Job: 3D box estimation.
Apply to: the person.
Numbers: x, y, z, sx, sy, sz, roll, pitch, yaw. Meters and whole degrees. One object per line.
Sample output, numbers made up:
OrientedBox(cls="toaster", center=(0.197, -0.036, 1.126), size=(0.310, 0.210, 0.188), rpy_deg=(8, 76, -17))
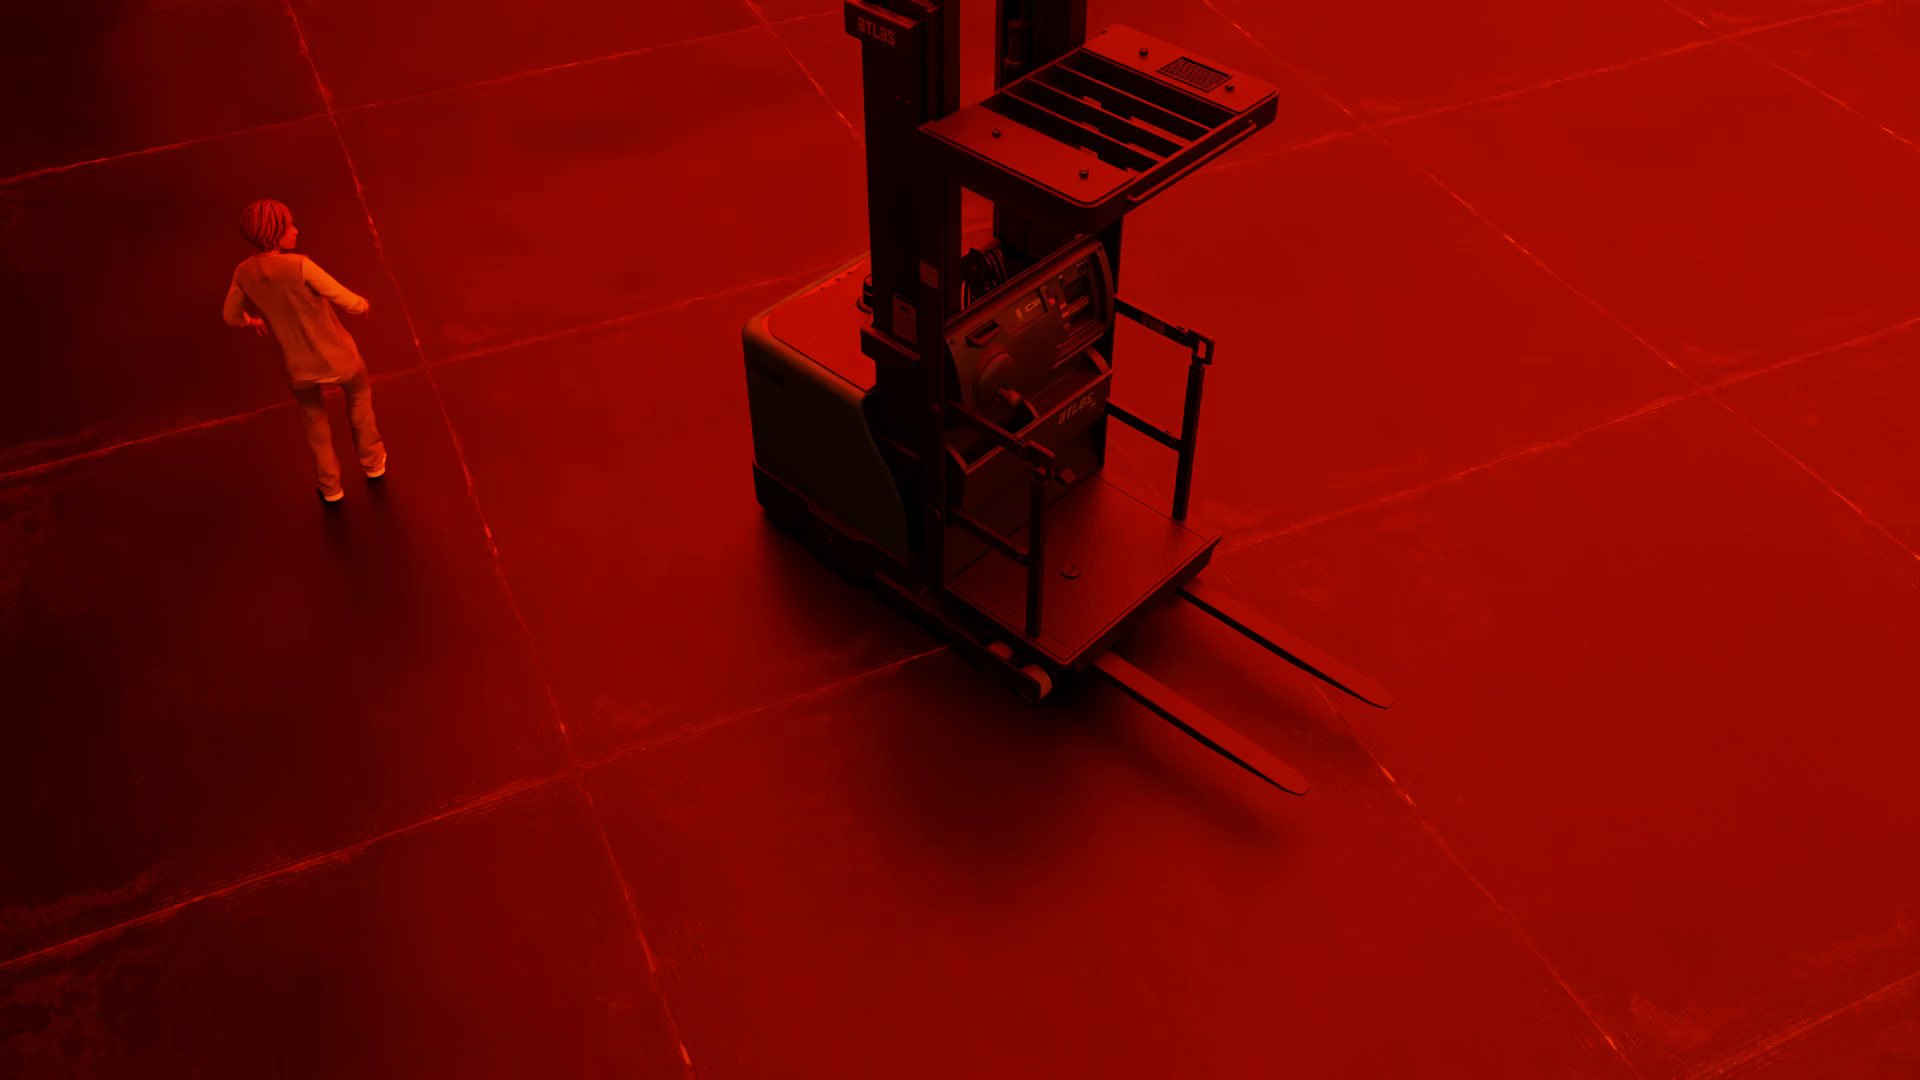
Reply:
OrientedBox(cls="person", center=(-2.983, -0.865, 7.646), size=(0.656, 1.548, 0.484), rpy_deg=(-4, 43, -4))

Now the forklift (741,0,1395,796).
OrientedBox(cls="forklift", center=(0.445, -0.788, 6.525), size=(3.031, 2.935, 1.130), rpy_deg=(32, 52, 30))
